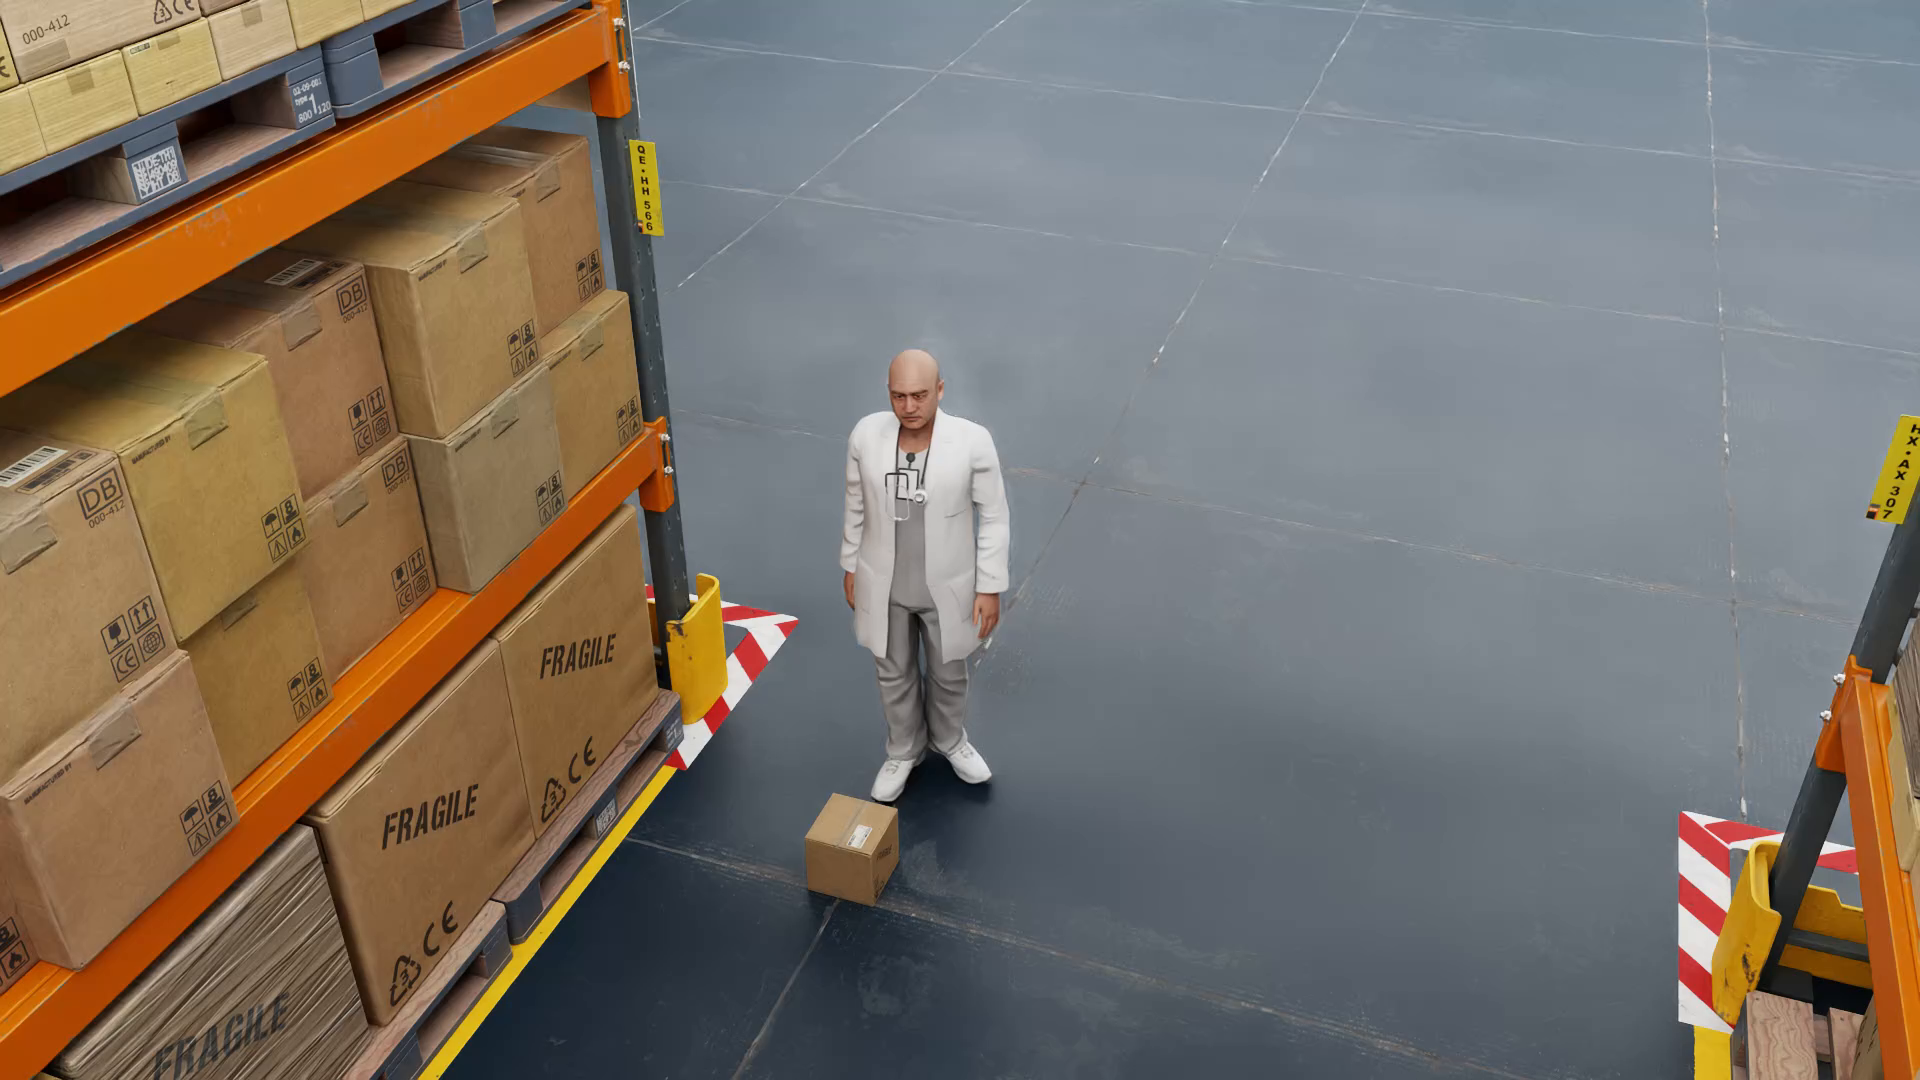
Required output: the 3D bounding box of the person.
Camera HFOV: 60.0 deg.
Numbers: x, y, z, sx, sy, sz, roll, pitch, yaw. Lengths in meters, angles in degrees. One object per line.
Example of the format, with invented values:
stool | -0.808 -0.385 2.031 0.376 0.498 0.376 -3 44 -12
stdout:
person | -0.132 0.146 5.896 0.630 1.776 0.450 5 33 8
